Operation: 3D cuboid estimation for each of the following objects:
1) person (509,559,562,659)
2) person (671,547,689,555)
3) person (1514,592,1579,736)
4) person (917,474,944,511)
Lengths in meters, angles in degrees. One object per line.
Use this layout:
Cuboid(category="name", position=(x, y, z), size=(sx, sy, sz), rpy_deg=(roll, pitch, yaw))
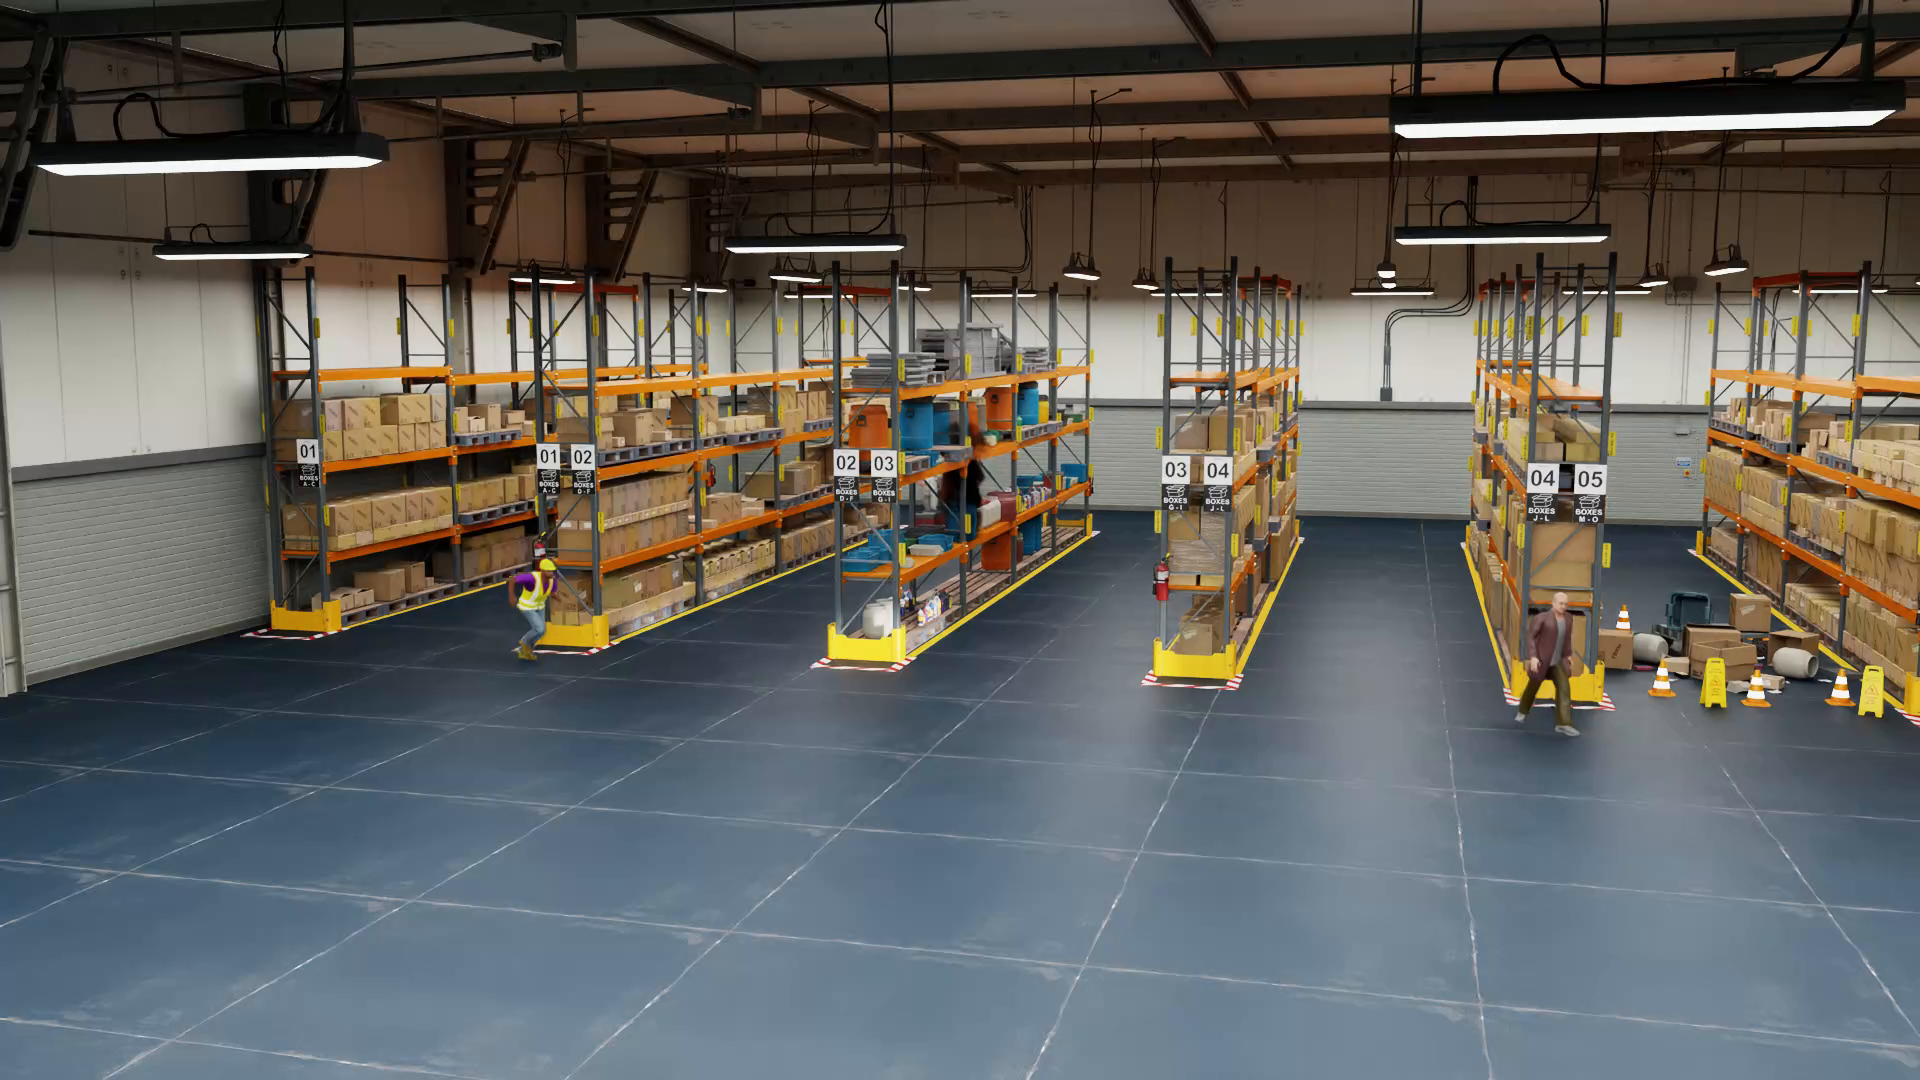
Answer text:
Cuboid(category="person", position=(-6.390, 1.056, 24.954), size=(0.860, 1.580, 0.747), rpy_deg=(5, 9, 36))
Cuboid(category="person", position=(-5.944, -0.277, 35.056), size=(0.675, 1.729, 0.682), rpy_deg=(2, 8, 15))
Cuboid(category="person", position=(7.318, 1.493, 20.602), size=(0.719, 1.721, 1.062), rpy_deg=(-2, 7, -13))
Cuboid(category="person", position=(-0.752, -1.129, 41.527), size=(0.627, 1.837, 0.855), rpy_deg=(1, 7, 10))
